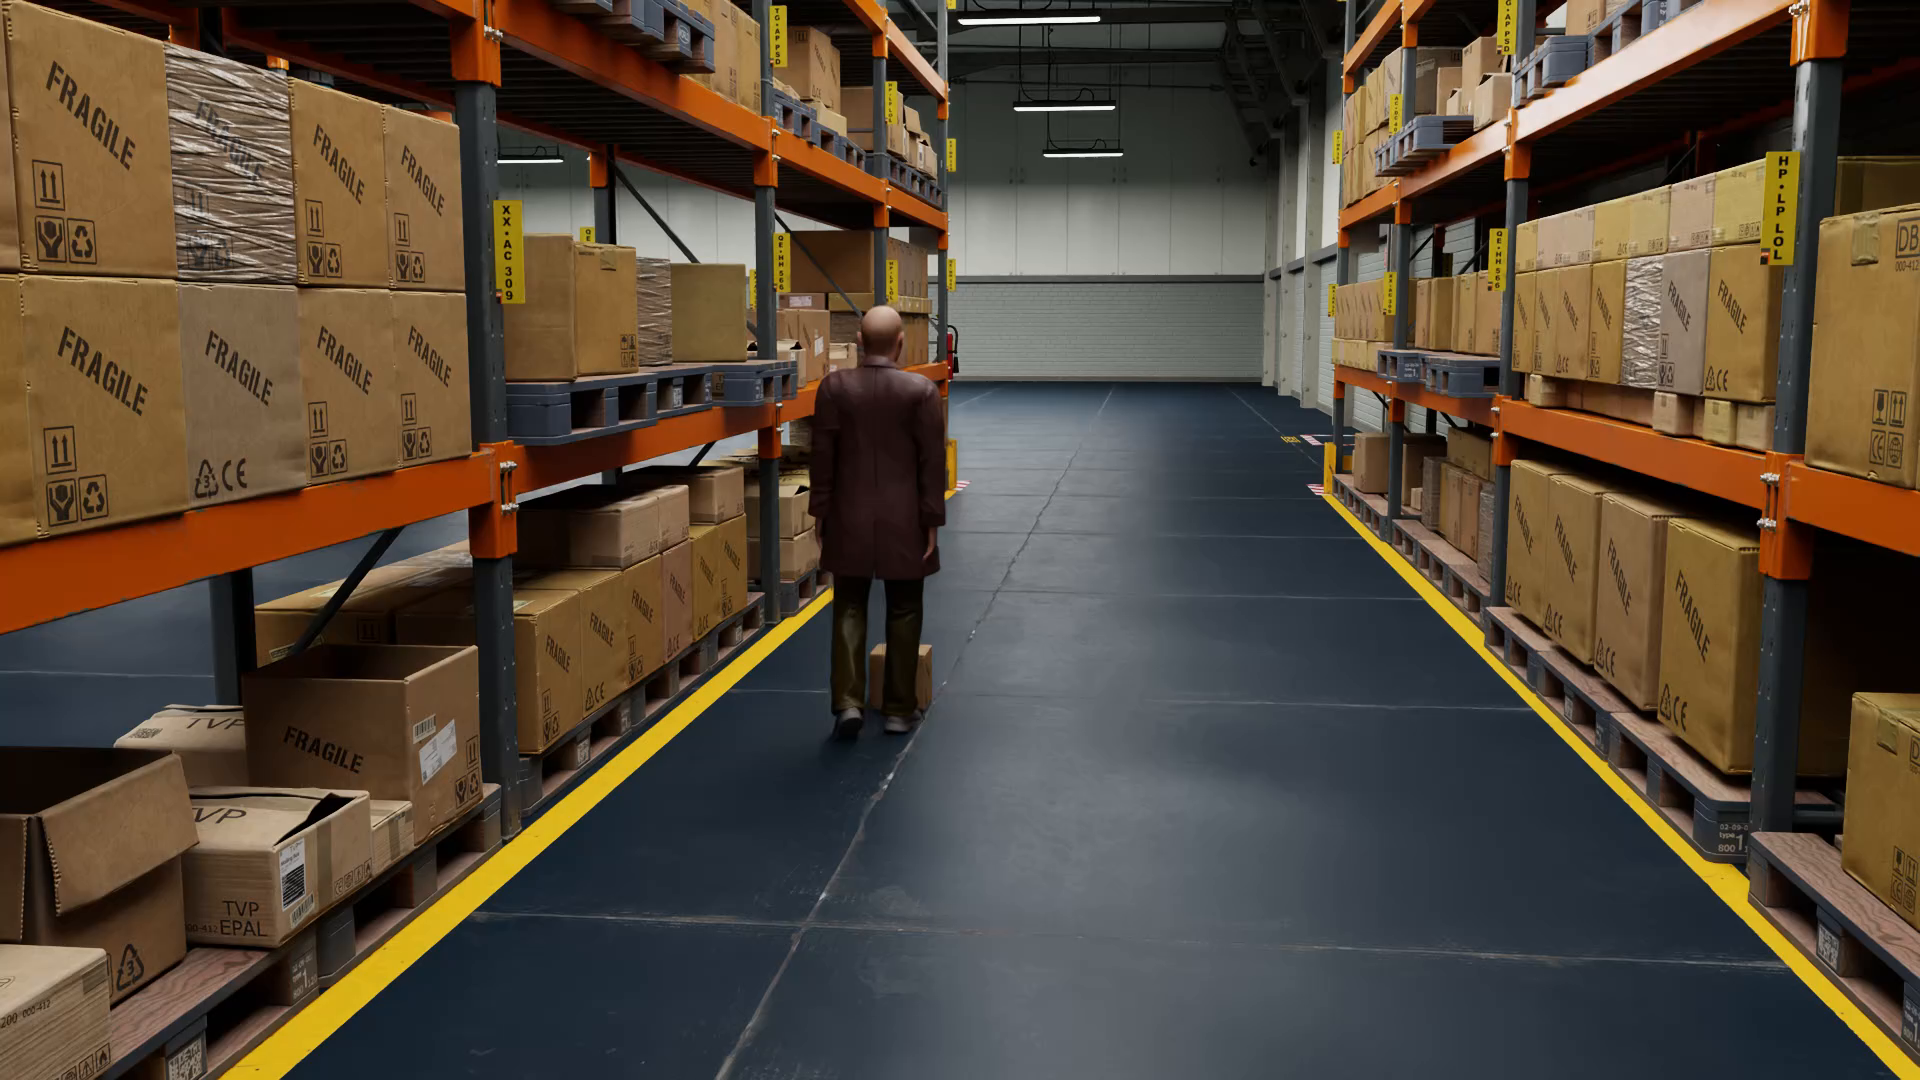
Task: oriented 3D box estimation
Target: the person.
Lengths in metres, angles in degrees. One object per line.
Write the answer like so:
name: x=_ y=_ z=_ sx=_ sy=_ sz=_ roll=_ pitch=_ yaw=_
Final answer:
person: x=-0.340 y=-0.033 z=6.920 sx=0.595 sy=1.867 sz=0.551 roll=1 pitch=8 yaw=8
